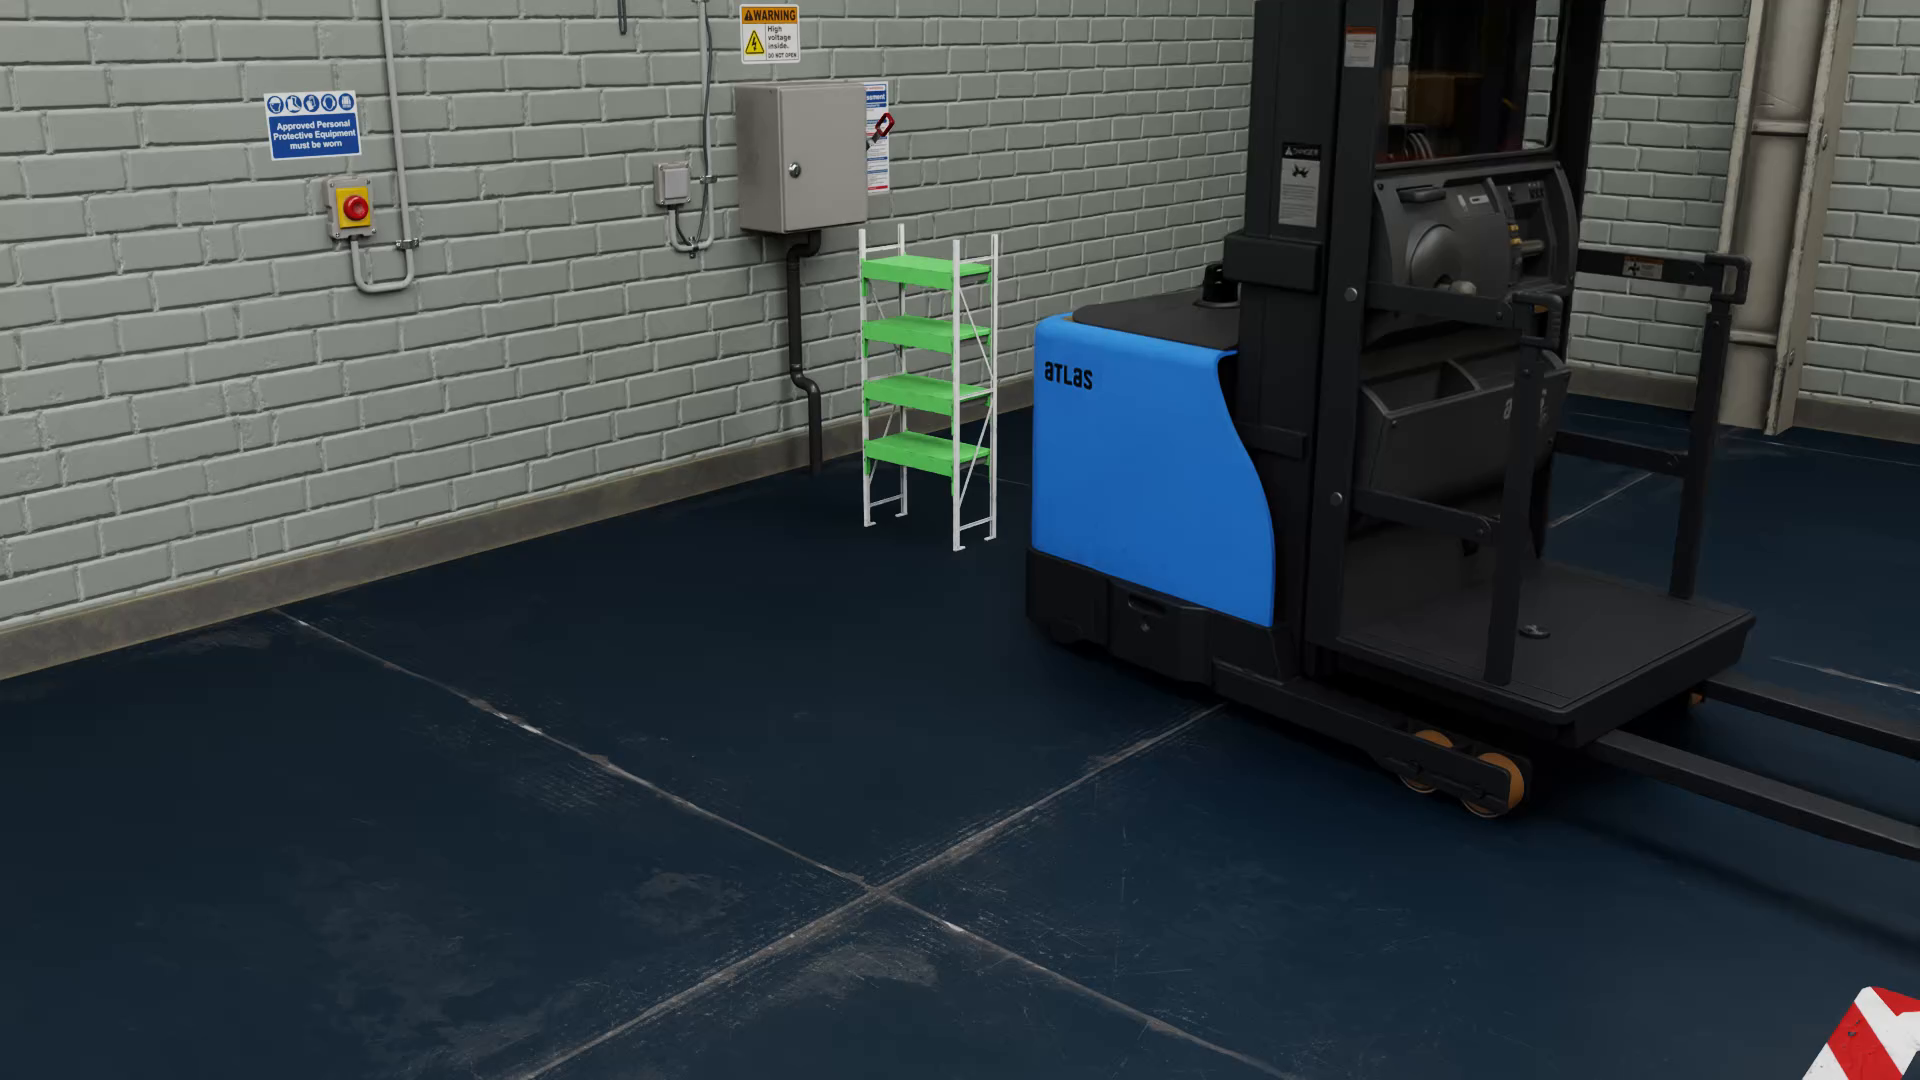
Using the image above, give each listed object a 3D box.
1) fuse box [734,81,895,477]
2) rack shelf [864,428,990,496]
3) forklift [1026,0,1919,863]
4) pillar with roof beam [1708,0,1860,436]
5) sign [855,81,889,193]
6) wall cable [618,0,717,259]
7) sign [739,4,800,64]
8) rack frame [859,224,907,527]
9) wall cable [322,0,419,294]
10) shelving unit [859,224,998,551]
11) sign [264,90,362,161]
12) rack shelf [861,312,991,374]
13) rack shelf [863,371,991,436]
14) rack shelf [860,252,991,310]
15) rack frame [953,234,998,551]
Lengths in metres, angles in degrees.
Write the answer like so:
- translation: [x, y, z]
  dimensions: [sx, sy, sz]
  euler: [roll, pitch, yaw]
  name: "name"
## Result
- translation: [-0.612, -1.111, 7.282]
  dimensions: [0.414, 1.711, 0.539]
  euler: [15, 23, 39]
  name: "fuse box"
- translation: [-0.124, -0.315, 6.627]
  dimensions: [0.480, 0.148, 0.258]
  euler: [15, 23, 39]
  name: "rack shelf"
- translation: [1.572, -0.846, 4.433]
  dimensions: [1.130, 2.935, 3.031]
  euler: [-15, 23, -39]
  name: "forklift"
- translation: [1.133, -3.906, 4.044]
  dimensions: [0.400, 9.000, 9.100]
  euler: [15, 23, 39]
  name: "pillar with roof beam"
- translation: [-0.439, -1.833, 7.585]
  dimensions: [0.001, 0.494, 0.329]
  euler: [15, 23, 39]
  name: "sign"
- translation: [-1.183, -2.086, 6.547]
  dimensions: [0.122, 1.984, 0.588]
  euler: [15, 23, 39]
  name: "wall cable"
- translation: [-0.804, -2.147, 7.054]
  dimensions: [0.001, 0.242, 0.339]
  euler: [15, 23, 39]
  name: "sign"
- translation: [-0.306, -0.654, 6.689]
  dimensions: [0.015, 1.200, 0.240]
  euler: [15, 23, 39]
  name: "rack frame"
- translation: [-2.116, -1.778, 5.524]
  dimensions: [0.123, 1.953, 0.585]
  euler: [15, 23, 39]
  name: "wall cable"
- translation: [-0.124, -0.605, 6.535]
  dimensions: [0.503, 1.200, 0.258]
  euler: [15, 23, 39]
  name: "shelving unit"
- translation: [-2.193, -1.409, 5.645]
  dimensions: [0.001, 0.218, 0.327]
  euler: [15, 23, 39]
  name: "sign"
- translation: [-0.124, -0.773, 6.482]
  dimensions: [0.480, 0.148, 0.258]
  euler: [15, 23, 39]
  name: "rack shelf"
- translation: [-0.124, -0.544, 6.554]
  dimensions: [0.480, 0.148, 0.258]
  euler: [15, 23, 39]
  name: "rack shelf"
- translation: [-0.124, -1.002, 6.409]
  dimensions: [0.480, 0.148, 0.258]
  euler: [15, 23, 39]
  name: "rack shelf"
- translation: [0.059, -0.556, 6.381]
  dimensions: [0.015, 1.200, 0.240]
  euler: [15, 23, 39]
  name: "rack frame"
